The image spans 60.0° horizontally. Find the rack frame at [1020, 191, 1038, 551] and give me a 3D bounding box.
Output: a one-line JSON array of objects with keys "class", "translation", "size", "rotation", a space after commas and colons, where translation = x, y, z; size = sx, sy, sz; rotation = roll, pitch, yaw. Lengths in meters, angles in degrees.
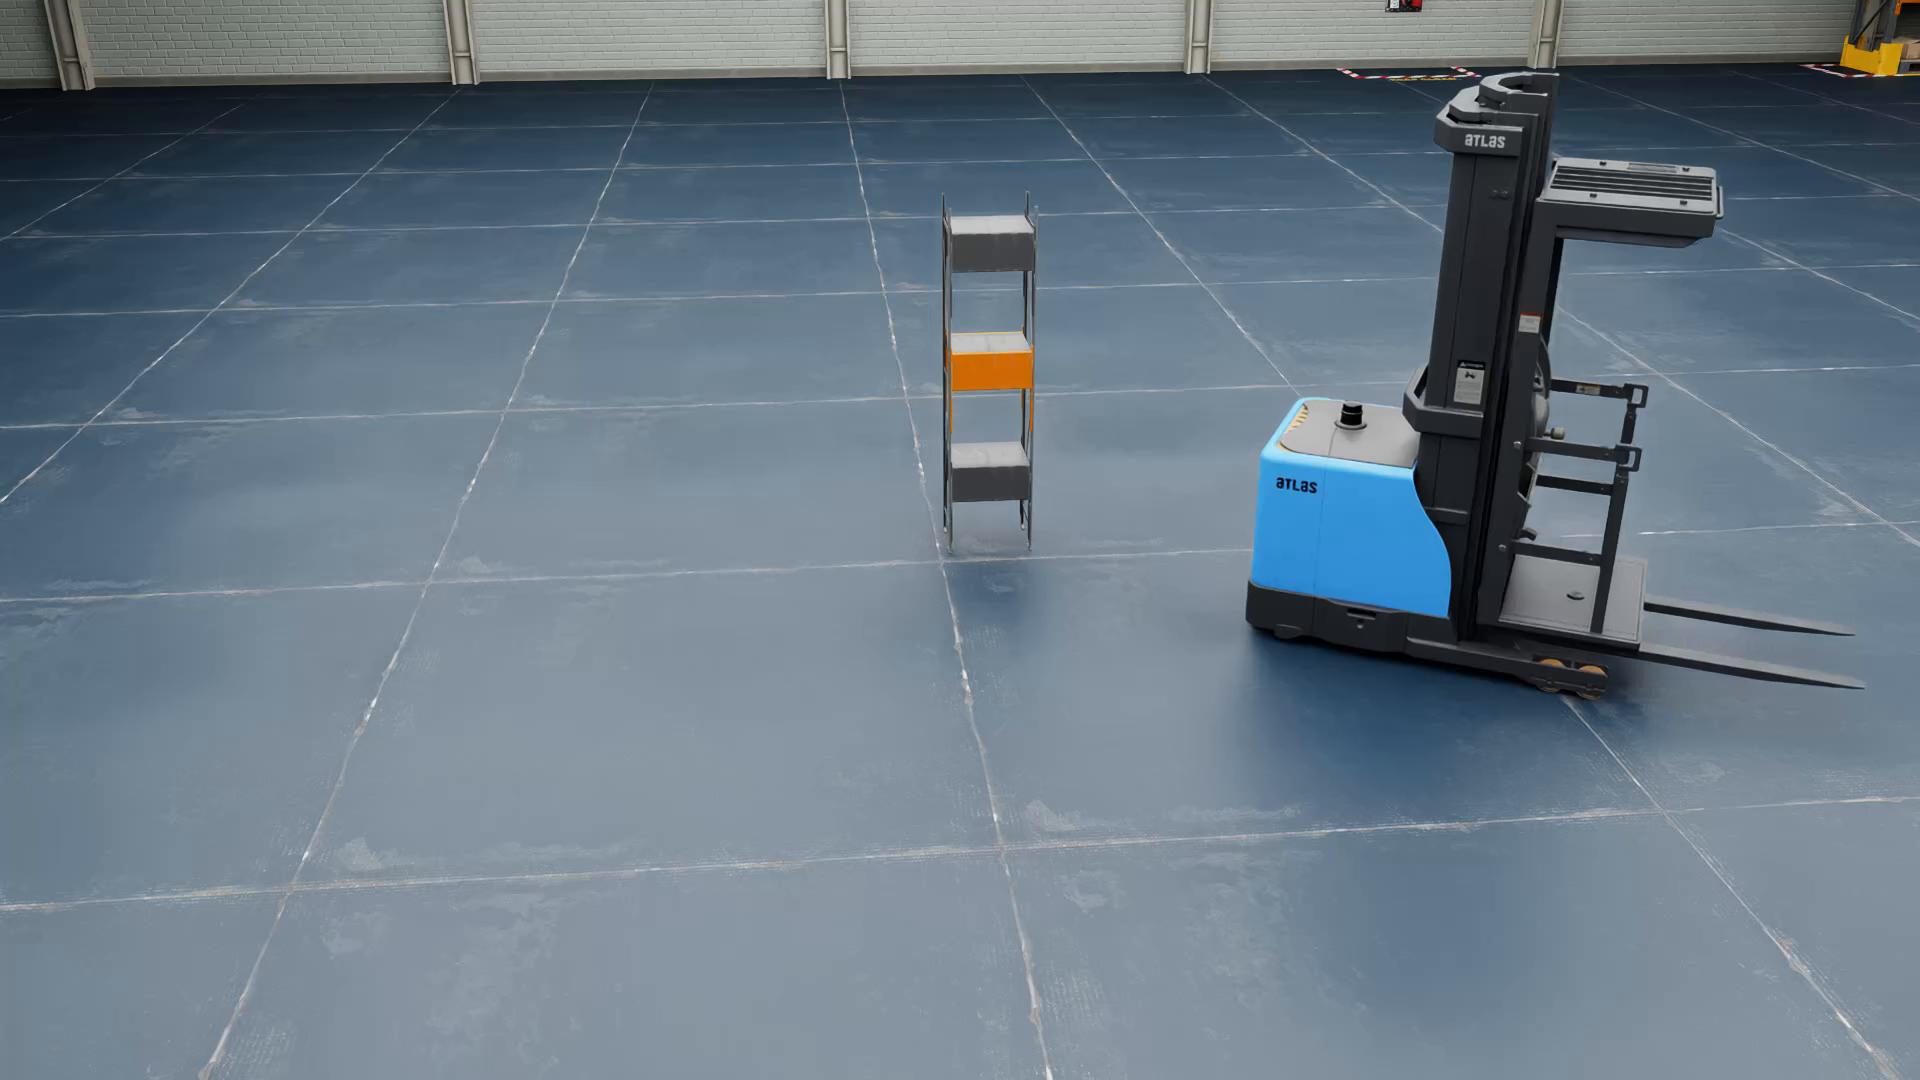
[{"class": "rack frame", "translation": [0.408, -0.976, 9.860], "size": [0.015, 2.100, 0.400], "rotation": [-2, 24, -5]}]

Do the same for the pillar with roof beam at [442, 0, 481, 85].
[{"class": "pillar with roof beam", "translation": [-7.545, -9.755, 21.118], "size": [0.400, 9.000, 9.100], "rotation": [-2, 24, -5]}]

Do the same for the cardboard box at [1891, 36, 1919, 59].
[{"class": "cardboard box", "translation": [16.001, -8.298, 27.995], "size": [0.500, 0.311, 0.500], "rotation": [-5, 24, -11]}]

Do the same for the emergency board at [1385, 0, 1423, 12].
[{"class": "emergency board", "translation": [7.481, -9.389, 27.681], "size": [0.643, 1.169, 0.194], "rotation": [-2, 24, -5]}]

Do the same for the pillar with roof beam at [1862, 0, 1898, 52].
[{"class": "pillar with roof beam", "translation": [16.338, -10.713, 23.274], "size": [0.400, 9.000, 9.100], "rotation": [-2, 24, -5]}]

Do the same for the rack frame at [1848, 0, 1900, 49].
[{"class": "rack frame", "translation": [15.304, -9.334, 27.557], "size": [0.127, 3.000, 1.000], "rotation": [-2, 24, -5]}]

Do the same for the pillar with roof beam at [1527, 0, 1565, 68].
[{"class": "pillar with roof beam", "translation": [10.368, -10.474, 22.735], "size": [0.400, 9.000, 9.100], "rotation": [-2, 24, -5]}]

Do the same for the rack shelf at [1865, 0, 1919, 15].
[{"class": "rack shelf", "translation": [17.294, -9.085, 27.883], "size": [4.000, 0.370, 1.077], "rotation": [-2, 24, -5]}]

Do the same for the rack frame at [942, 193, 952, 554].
[{"class": "rack frame", "translation": [-0.078, -0.956, 9.816], "size": [0.015, 2.100, 0.400], "rotation": [-2, 24, -5]}]

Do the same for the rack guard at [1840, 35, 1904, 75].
[{"class": "rack guard", "translation": [15.379, -8.195, 28.072], "size": [0.348, 0.500, 1.175], "rotation": [-2, 24, -5]}]

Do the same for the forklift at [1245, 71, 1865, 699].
[{"class": "forklift", "translation": [3.129, -0.777, 8.389], "size": [3.031, 2.935, 1.130], "rotation": [10, 26, 20]}]

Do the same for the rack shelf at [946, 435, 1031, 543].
[{"class": "rack shelf", "translation": [0.165, -0.314, 10.128], "size": [0.480, 0.518, 0.431], "rotation": [-2, 24, -5]}]

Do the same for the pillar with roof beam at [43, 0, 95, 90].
[{"class": "pillar with roof beam", "translation": [-13.516, -9.516, 20.579], "size": [0.400, 9.000, 9.100], "rotation": [-2, 24, -5]}]

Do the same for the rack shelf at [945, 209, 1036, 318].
[{"class": "rack shelf", "translation": [0.165, -1.593, 9.560], "size": [0.480, 0.518, 0.431], "rotation": [-2, 24, -5]}]

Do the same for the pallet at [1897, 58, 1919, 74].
[{"class": "pallet", "translation": [16.191, -8.081, 28.171], "size": [1.213, 0.211, 1.003], "rotation": [-2, 24, -5]}]

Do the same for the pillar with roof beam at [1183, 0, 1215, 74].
[{"class": "pillar with roof beam", "translation": [4.397, -10.234, 22.196], "size": [0.400, 9.000, 9.100], "rotation": [-2, 24, -5]}]

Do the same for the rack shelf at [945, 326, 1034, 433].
[{"class": "rack shelf", "translation": [0.165, -0.954, 9.844], "size": [0.480, 0.518, 0.431], "rotation": [-2, 24, -5]}]

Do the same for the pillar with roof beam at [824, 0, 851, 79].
[{"class": "pillar with roof beam", "translation": [-1.574, -9.995, 21.657], "size": [0.400, 9.000, 9.100], "rotation": [-2, 24, -5]}]

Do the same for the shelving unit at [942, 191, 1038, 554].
[{"class": "shelving unit", "translation": [0.165, -0.966, 9.838], "size": [0.503, 2.100, 0.431], "rotation": [-2, 24, -5]}]

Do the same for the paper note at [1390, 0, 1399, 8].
[{"class": "paper note", "translation": [7.298, -9.007, 27.907], "size": [0.142, 0.148, 0.016], "rotation": [-2, 24, -5]}]
